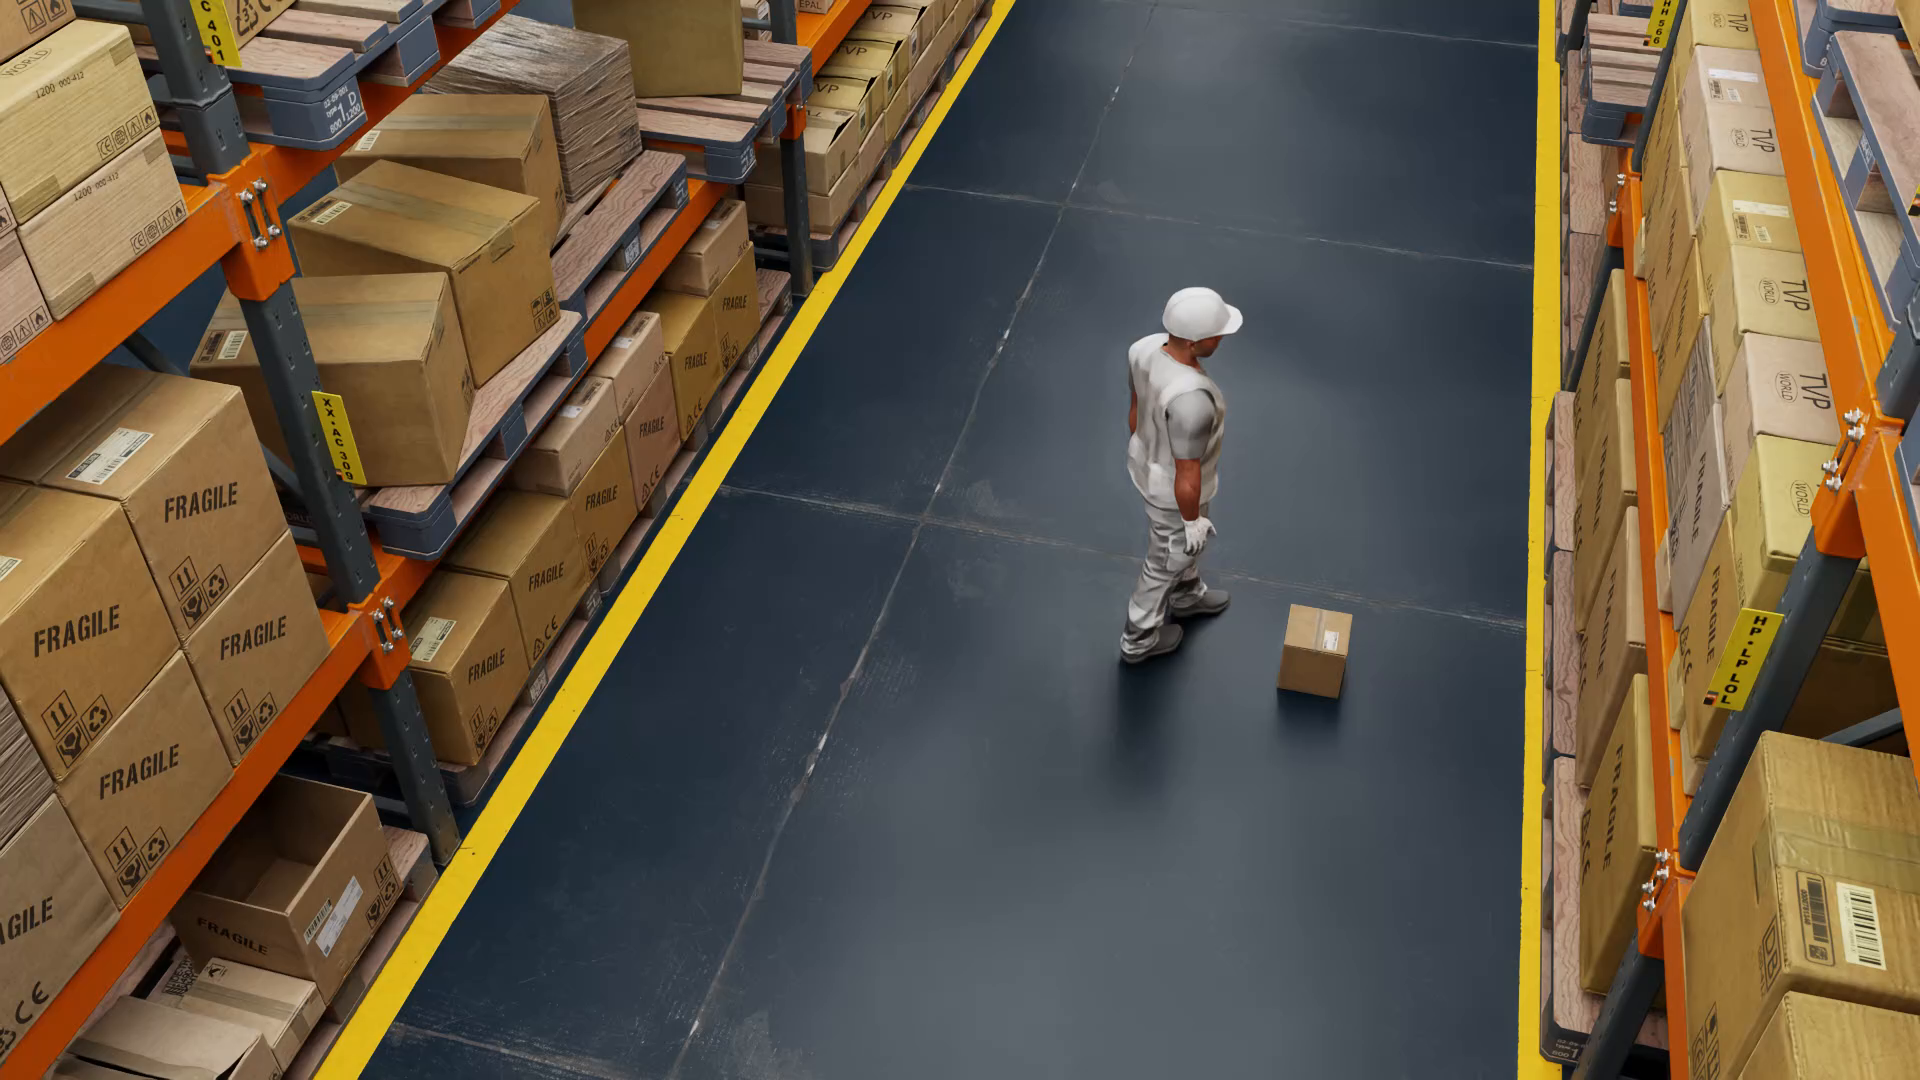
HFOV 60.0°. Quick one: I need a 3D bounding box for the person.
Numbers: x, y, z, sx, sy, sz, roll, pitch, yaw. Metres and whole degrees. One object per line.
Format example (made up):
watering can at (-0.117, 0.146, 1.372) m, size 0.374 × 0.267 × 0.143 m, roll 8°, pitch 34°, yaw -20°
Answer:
person at (0.941, -0.237, 6.409) m, size 0.587 × 1.786 × 0.572 m, roll -10°, pitch 42°, yaw -12°
